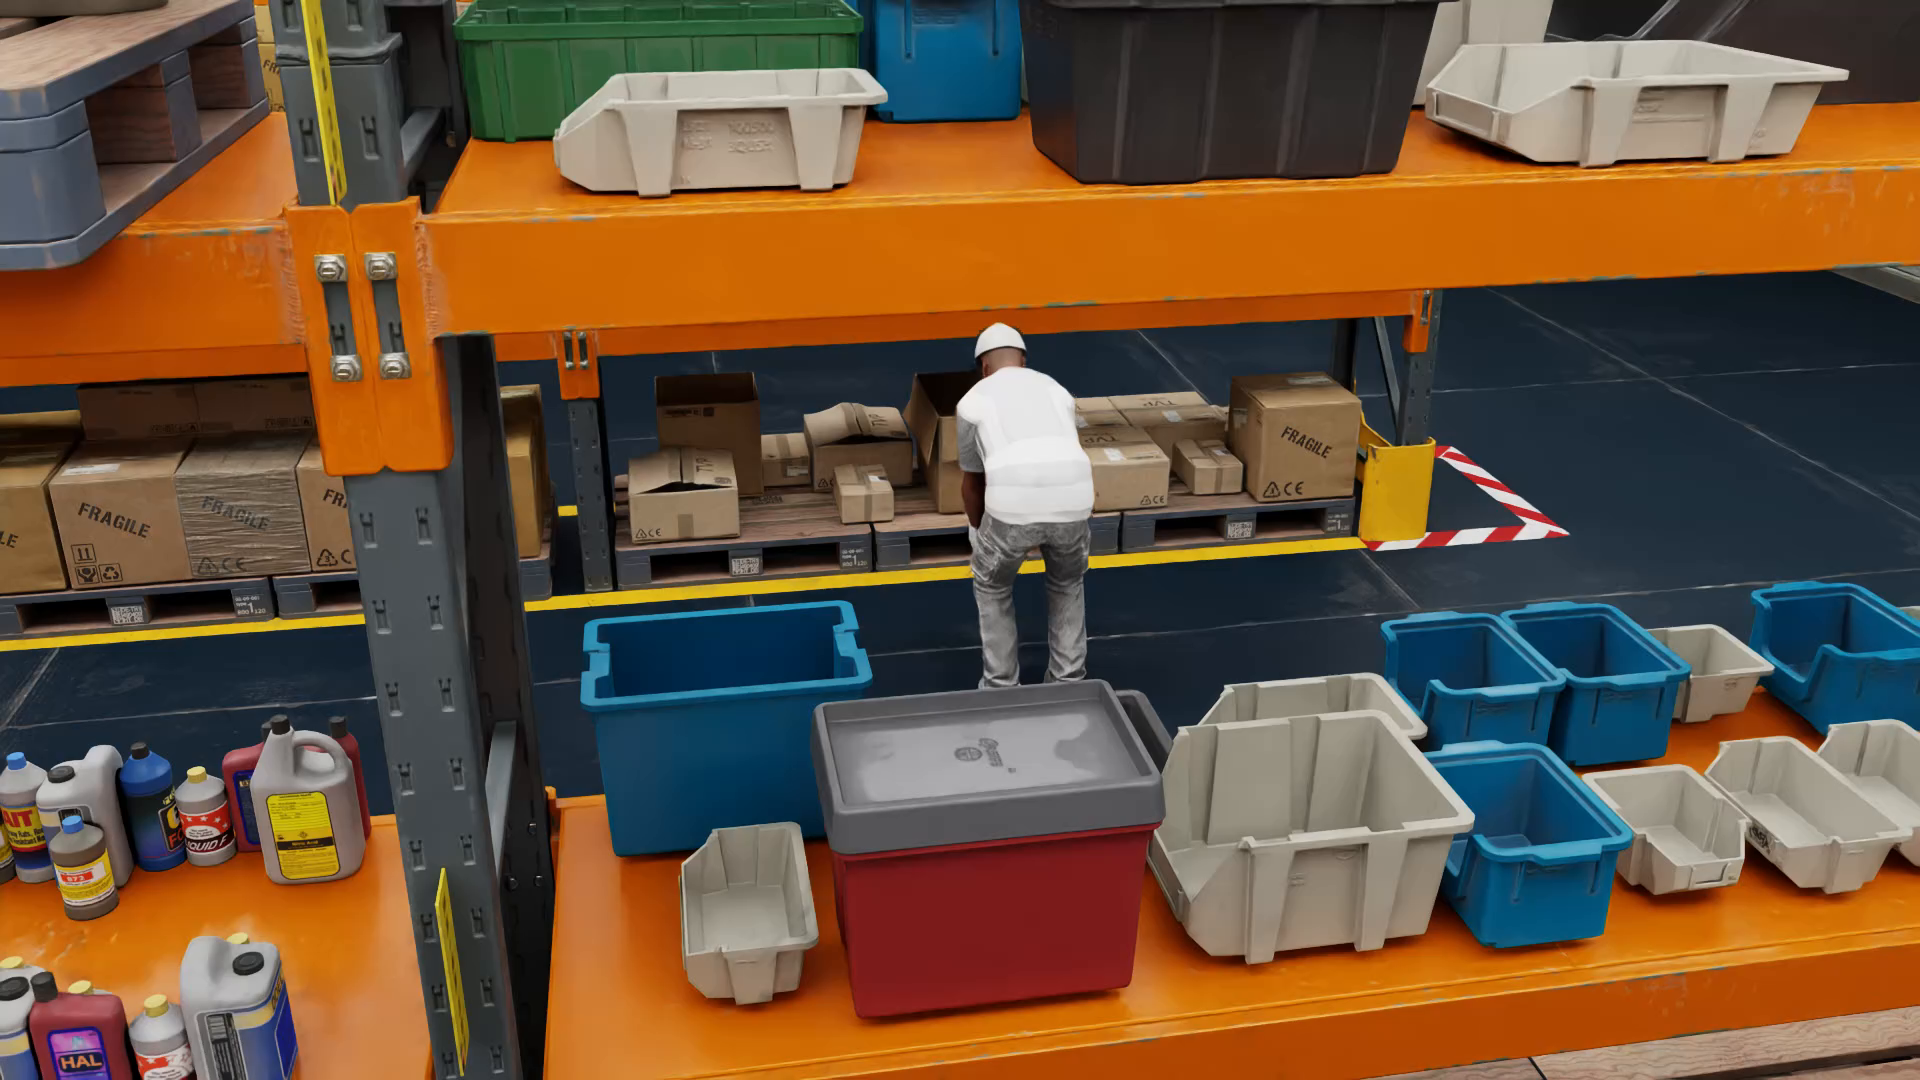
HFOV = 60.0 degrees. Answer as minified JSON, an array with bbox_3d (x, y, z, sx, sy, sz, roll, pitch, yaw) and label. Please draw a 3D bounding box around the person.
[{"bbox_3d":[0.239,-0.086,6.710,0.498,1.437,0.876,-5,24,-11],"label":"person"}]
